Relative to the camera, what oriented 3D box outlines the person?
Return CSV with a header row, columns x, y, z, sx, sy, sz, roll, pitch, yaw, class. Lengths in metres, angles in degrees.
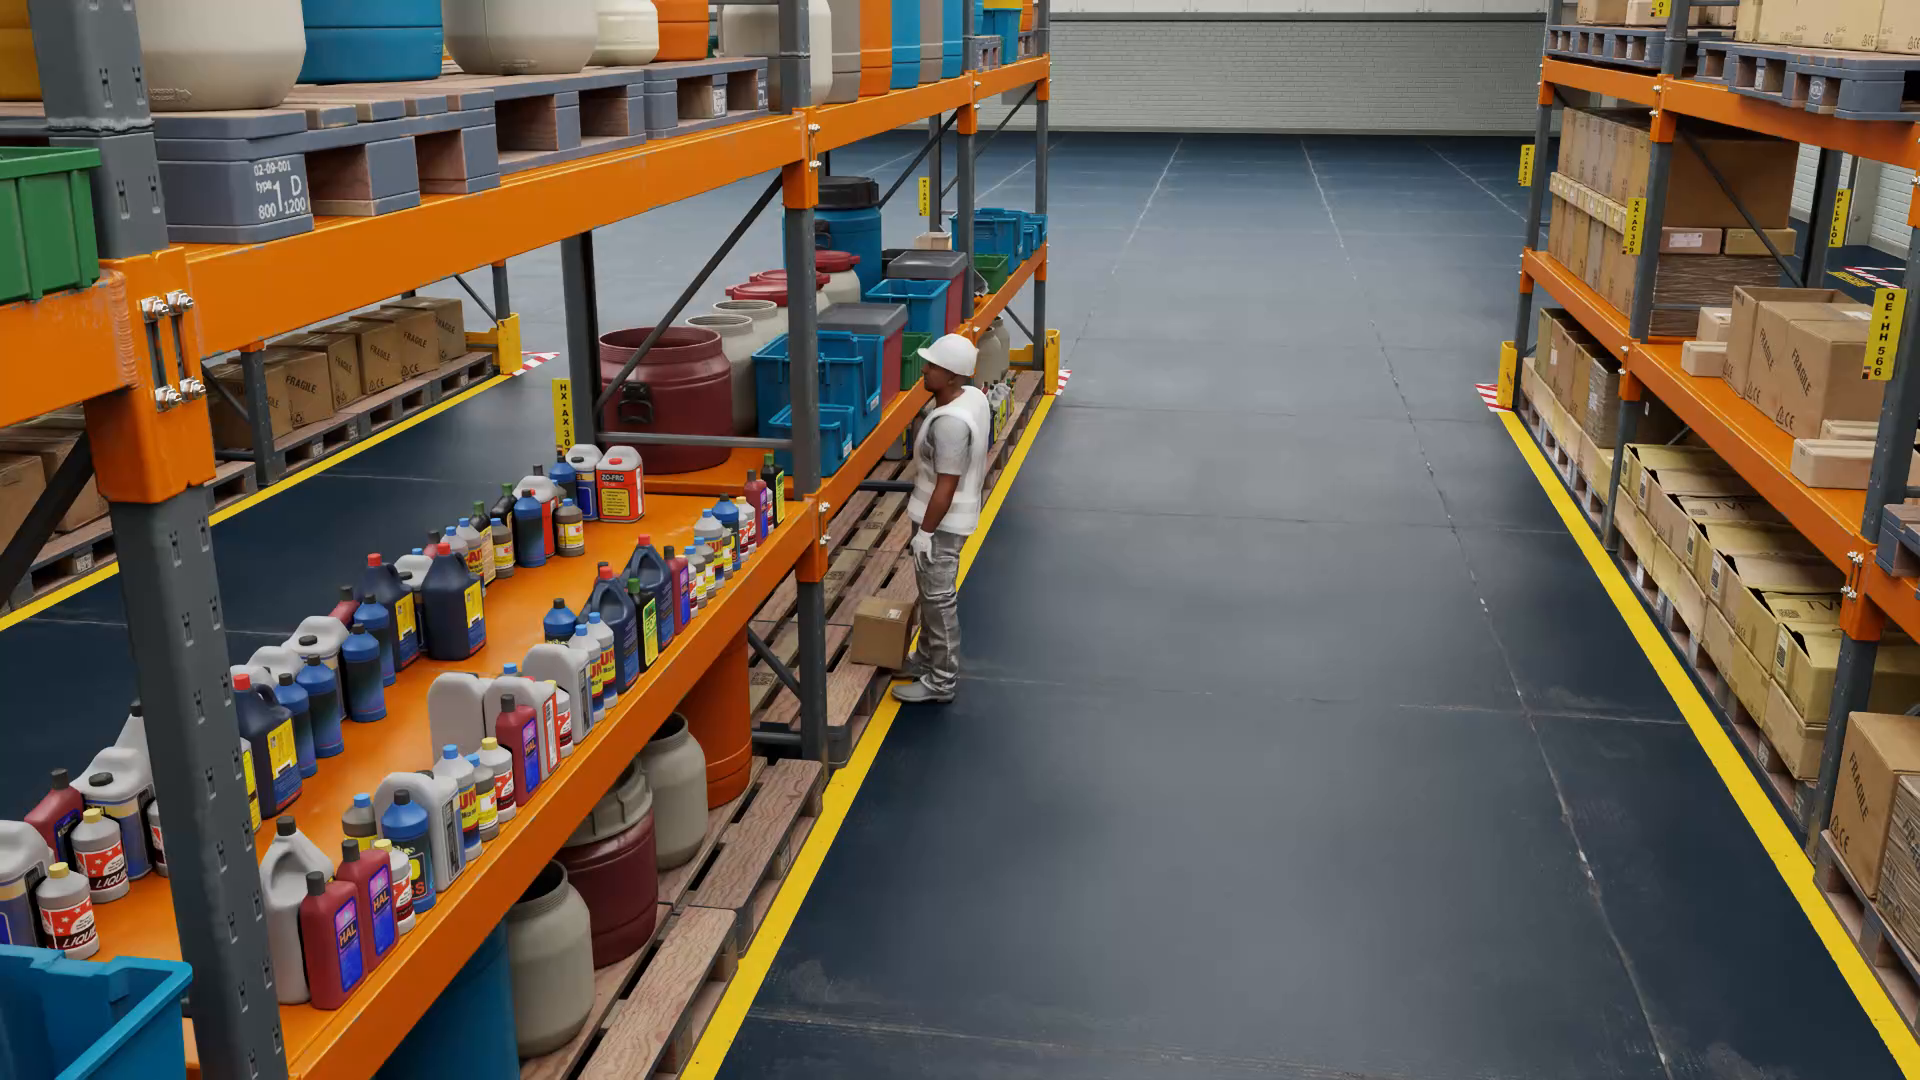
x,y,z,sx,sy,sz,roll,pitch,yaw,class
-0.158,-0.093,7.783,0.575,1.784,0.656,3,18,9,person
